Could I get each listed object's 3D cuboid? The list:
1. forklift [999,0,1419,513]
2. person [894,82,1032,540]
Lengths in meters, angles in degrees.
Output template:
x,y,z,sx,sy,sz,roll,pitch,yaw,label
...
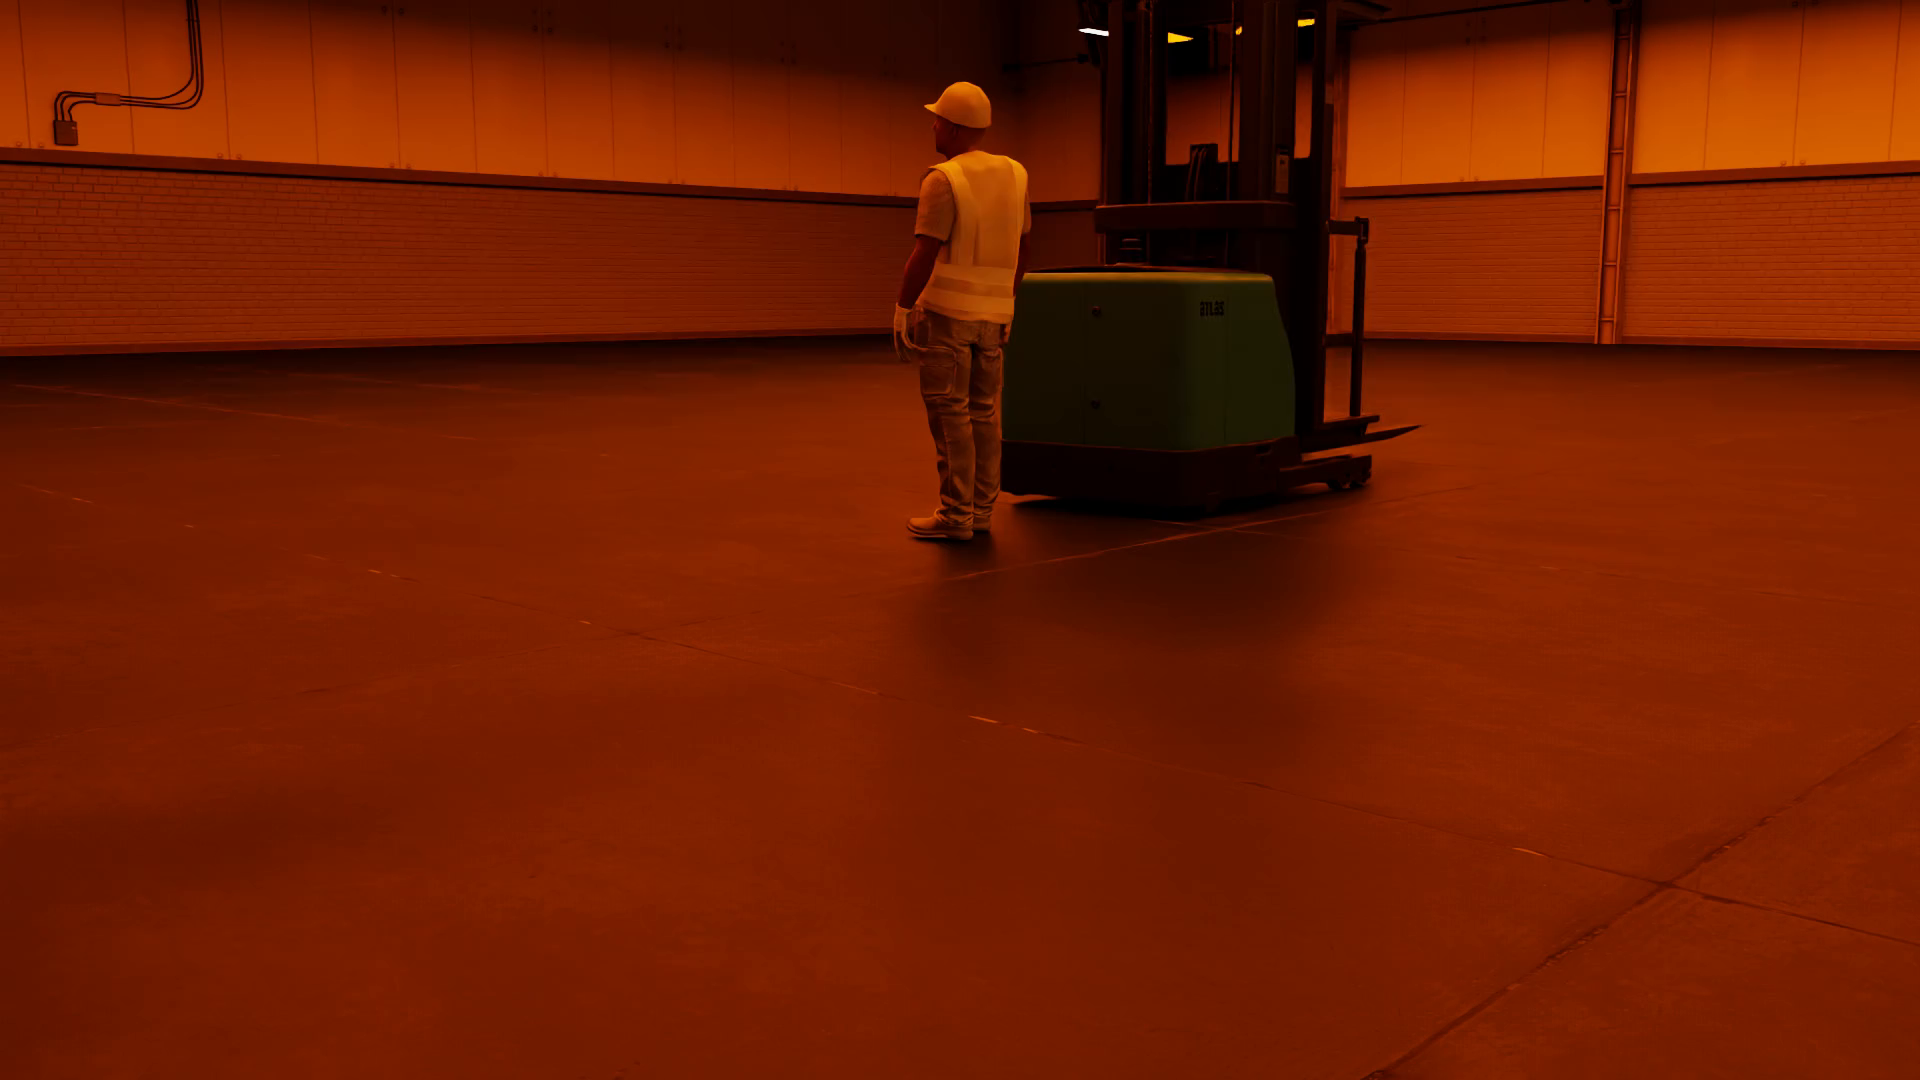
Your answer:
x,y,z,sx,sy,sz,roll,pitch,yaw,label
1.470,-1.742,8.440,1.130,2.935,3.031,7,11,37,forklift
-0.045,-0.897,6.639,0.577,1.782,0.656,8,12,43,person
